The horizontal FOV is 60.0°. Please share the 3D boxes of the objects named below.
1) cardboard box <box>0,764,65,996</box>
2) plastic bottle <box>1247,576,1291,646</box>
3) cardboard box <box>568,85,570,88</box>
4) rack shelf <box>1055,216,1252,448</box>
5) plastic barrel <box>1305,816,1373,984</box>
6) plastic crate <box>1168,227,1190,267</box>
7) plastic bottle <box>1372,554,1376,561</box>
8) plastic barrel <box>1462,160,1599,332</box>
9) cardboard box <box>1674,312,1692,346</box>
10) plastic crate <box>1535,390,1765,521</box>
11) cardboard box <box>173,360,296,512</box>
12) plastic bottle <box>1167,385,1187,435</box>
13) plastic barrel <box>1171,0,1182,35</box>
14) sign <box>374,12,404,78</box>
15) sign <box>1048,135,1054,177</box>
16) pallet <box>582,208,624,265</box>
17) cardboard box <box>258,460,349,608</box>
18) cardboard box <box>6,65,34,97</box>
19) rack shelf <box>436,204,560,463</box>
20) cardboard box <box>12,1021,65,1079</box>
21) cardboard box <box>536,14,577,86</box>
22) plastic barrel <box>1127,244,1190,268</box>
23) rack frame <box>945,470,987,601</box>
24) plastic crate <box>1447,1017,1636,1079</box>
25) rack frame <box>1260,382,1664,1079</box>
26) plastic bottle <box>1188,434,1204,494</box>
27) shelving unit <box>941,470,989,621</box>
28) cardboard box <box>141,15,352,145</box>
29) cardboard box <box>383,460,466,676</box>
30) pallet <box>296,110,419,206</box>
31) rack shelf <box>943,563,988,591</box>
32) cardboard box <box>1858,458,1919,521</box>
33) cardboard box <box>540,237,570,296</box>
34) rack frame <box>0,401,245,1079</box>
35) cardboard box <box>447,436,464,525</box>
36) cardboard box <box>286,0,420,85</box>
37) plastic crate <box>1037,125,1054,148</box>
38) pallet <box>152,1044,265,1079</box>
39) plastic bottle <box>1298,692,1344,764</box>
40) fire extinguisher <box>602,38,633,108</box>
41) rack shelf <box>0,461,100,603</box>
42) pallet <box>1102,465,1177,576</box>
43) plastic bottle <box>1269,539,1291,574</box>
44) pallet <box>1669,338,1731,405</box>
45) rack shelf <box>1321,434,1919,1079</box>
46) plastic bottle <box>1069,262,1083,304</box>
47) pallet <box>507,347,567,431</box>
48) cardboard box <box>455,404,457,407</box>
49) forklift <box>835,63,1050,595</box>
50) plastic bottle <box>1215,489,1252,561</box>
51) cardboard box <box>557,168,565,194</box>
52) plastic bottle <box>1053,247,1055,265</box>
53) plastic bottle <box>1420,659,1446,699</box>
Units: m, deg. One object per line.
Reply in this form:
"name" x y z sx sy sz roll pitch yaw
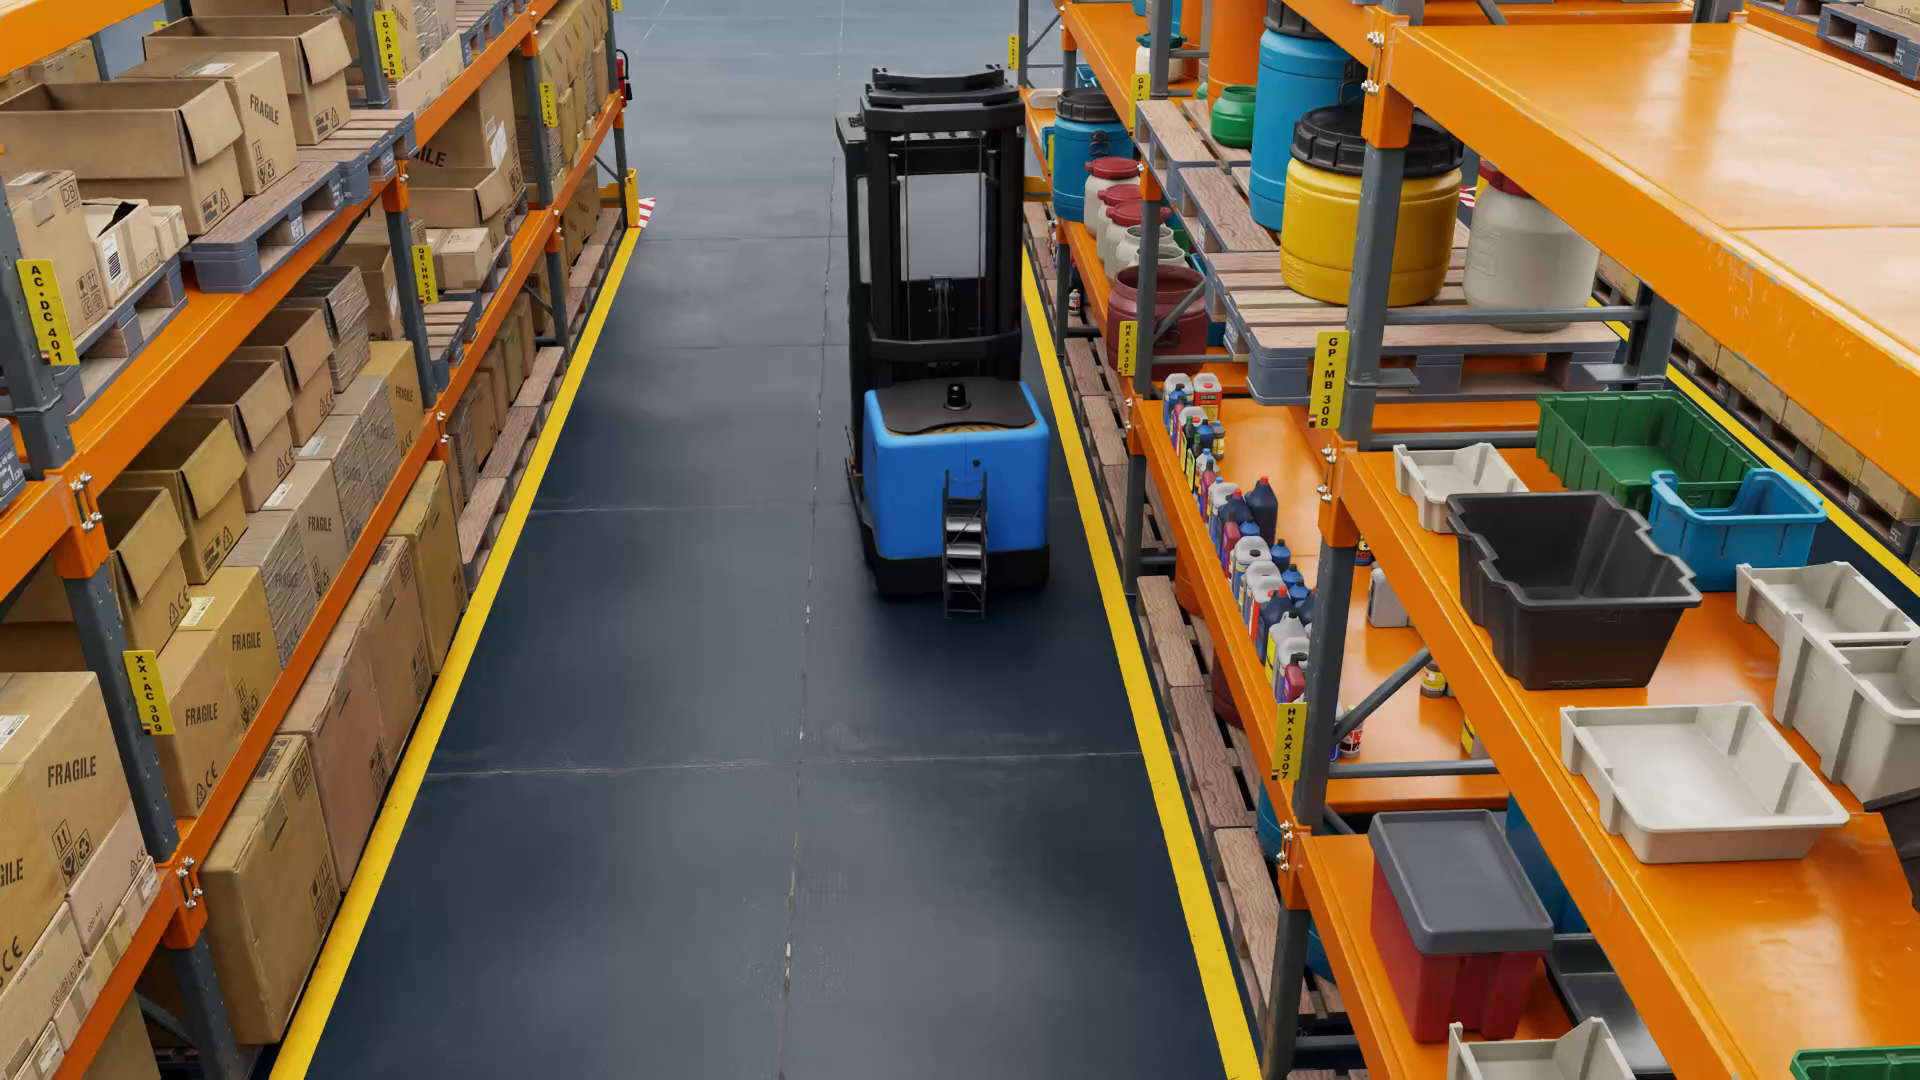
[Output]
"cardboard box" -2.928 0.980 4.657 0.500 0.500 0.500 -1 28 -2
"plastic bottle" 1.316 0.300 7.065 0.152 0.276 0.135 -1 28 -3
"cardboard box" -3.738 -3.600 13.978 0.875 0.500 0.500 -1 28 -3
"rack shelf" 1.392 -1.631 11.411 1.077 0.370 4.000 -1 28 -3
"plastic barrel" 1.694 1.314 6.803 0.600 0.901 0.708 -1 28 -3
"plastic crate" 1.660 -1.982 11.536 0.450 0.188 0.662 -1 28 -3
"plastic bottle" 1.986 -0.079 7.710 0.144 0.351 0.185 -1 28 -3
"plastic barrel" 1.928 -1.005 5.588 0.433 0.535 0.433 0 28 0
"cardboard box" 6.008 -1.766 13.412 0.500 0.250 0.500 -2 28 -4
"plastic crate" 2.029 -0.227 4.926 0.450 0.188 0.662 -1 28 -3
"cardboard box" -3.355 -0.447 7.171 0.797 0.503 0.637 -1 28 -1
"plastic bottle" 1.175 -0.707 9.002 0.097 0.271 0.097 0 28 0
"plastic barrel" 1.599 -3.592 10.608 0.600 0.901 0.708 -1 28 -3
"sign" -2.895 -2.511 8.432 0.100 0.325 0.005 -1 28 -3
"sign" 0.737 -2.988 12.936 0.100 0.325 0.005 -1 28 -3
"pallet" -3.857 -2.954 16.185 1.003 0.211 1.213 -1 28 -3
"cardboard box" -3.101 -0.024 7.444 0.500 0.500 0.500 -1 28 -2
"cardboard box" -8.807 -3.909 14.839 0.875 0.550 0.550 -1 28 -3
"rack shelf" -3.555 -1.511 11.182 1.077 0.370 4.000 -1 28 -3
"cardboard box" -2.858 1.541 4.823 0.380 0.149 0.250 -1 28 -2
"cardboard box" -3.482 -4.049 13.759 0.500 0.500 0.500 -1 28 -3
"plastic barrel" 1.229 -1.546 10.349 0.421 0.512 0.421 0 28 0
"rack frame" 0.039 -0.018 9.777 0.240 0.900 0.006 2 32 4
"plastic crate" 1.601 1.557 4.585 0.437 0.282 0.530 -1 28 -3
"rack frame" 1.705 0.821 5.932 1.000 3.000 0.127 -1 28 -3
"plastic bottle" 1.194 -0.384 8.368 0.061 0.283 0.133 -1 28 -3
"shelving unit" 0.031 0.036 9.691 0.258 0.900 0.210 2 32 4
"cardboard box" -3.346 -2.189 7.893 0.797 0.503 0.637 0 28 0
"cardboard box" -3.435 0.168 9.027 1.225 0.875 0.875 -3 28 -5
"pallet" -3.364 -1.857 8.027 1.213 0.211 1.003 0 28 0
"rack shelf" 0.032 0.216 9.805 0.258 0.077 0.200 2 32 4
"cardboard box" 6.172 -0.348 10.693 0.500 0.250 0.500 -1 28 -1
"cardboard box" -3.677 -2.282 14.130 0.500 0.500 0.500 7 28 14
"rack frame" -3.241 0.941 5.703 1.000 3.000 0.127 -1 28 -3
"cardboard box" -3.505 -0.302 10.313 0.700 0.500 0.500 -3 28 -5
"cardboard box" -3.218 -2.726 8.840 0.500 0.500 0.500 -1 28 -2
"plastic crate" 0.950 -3.500 14.503 0.530 0.136 0.437 -1 28 -3
"pallet" -3.357 1.822 7.027 1.003 0.211 1.213 -1 28 -3
"plastic bottle" 1.362 0.702 6.295 0.152 0.276 0.135 -1 28 -3
"fire extinguisher" -3.414 -4.631 16.469 0.296 0.674 0.183 -1 28 -3
"rack shelf" -3.137 0.853 3.405 1.077 0.370 4.000 -1 28 -3
"pallet" 1.494 -0.149 10.807 1.003 0.211 1.213 -1 28 -3
"plastic bottle" 1.421 0.121 7.413 0.097 0.271 0.097 0 28 0
"pallet" 6.311 -1.416 13.236 1.003 0.211 1.213 -1 28 -3
"rack shelf" 1.809 0.734 3.634 1.077 0.370 4.000 -1 28 -3
"plastic bottle" 0.966 -2.184 14.083 0.144 0.351 0.185 -2 28 -4
"pallet" -3.617 -1.158 12.742 1.003 0.211 1.213 -1 28 -3
"cardboard box" -3.553 -0.879 10.609 0.500 0.250 0.500 2 28 3
"forklift" -0.192 -1.630 10.706 1.130 2.935 3.031 -4 28 -8
"plastic bottle" 1.273 -0.082 7.718 0.144 0.351 0.185 -1 28 -3
"cardboard box" -3.370 -2.865 13.271 0.380 0.149 0.250 -1 28 -3
"plastic bottle" 0.890 -2.580 15.003 0.097 0.201 0.097 0 28 0
"plastic bottle" 1.919 0.529 6.707 0.097 0.201 0.097 0 28 0
